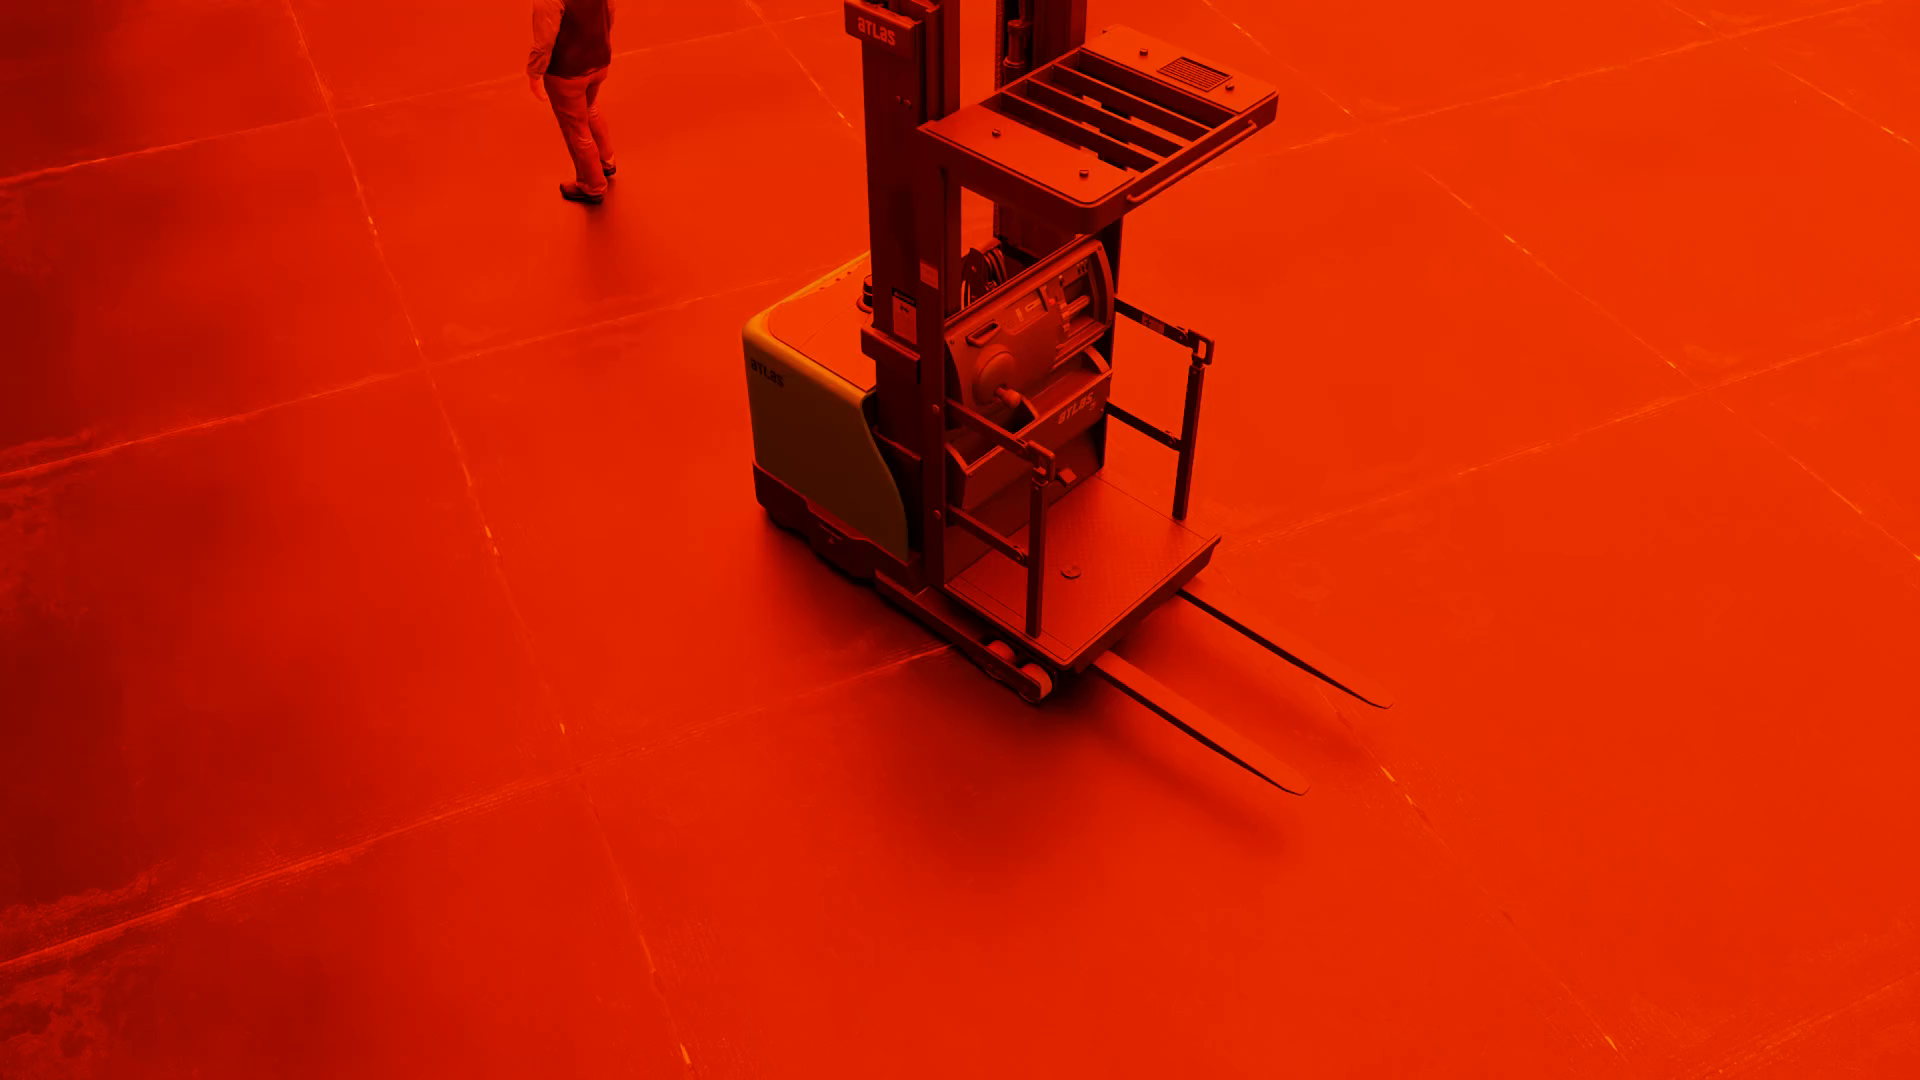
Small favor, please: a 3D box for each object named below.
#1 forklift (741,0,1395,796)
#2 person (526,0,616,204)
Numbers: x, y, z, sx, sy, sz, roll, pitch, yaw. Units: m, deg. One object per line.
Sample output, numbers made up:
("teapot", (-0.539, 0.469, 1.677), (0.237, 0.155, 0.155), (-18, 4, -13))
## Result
("forklift", (0.445, -0.788, 6.525), (3.031, 2.935, 1.130), (32, 52, 30))
("person", (-2.238, -2.720, 9.473), (0.576, 1.721, 0.636), (25, 48, 24))
